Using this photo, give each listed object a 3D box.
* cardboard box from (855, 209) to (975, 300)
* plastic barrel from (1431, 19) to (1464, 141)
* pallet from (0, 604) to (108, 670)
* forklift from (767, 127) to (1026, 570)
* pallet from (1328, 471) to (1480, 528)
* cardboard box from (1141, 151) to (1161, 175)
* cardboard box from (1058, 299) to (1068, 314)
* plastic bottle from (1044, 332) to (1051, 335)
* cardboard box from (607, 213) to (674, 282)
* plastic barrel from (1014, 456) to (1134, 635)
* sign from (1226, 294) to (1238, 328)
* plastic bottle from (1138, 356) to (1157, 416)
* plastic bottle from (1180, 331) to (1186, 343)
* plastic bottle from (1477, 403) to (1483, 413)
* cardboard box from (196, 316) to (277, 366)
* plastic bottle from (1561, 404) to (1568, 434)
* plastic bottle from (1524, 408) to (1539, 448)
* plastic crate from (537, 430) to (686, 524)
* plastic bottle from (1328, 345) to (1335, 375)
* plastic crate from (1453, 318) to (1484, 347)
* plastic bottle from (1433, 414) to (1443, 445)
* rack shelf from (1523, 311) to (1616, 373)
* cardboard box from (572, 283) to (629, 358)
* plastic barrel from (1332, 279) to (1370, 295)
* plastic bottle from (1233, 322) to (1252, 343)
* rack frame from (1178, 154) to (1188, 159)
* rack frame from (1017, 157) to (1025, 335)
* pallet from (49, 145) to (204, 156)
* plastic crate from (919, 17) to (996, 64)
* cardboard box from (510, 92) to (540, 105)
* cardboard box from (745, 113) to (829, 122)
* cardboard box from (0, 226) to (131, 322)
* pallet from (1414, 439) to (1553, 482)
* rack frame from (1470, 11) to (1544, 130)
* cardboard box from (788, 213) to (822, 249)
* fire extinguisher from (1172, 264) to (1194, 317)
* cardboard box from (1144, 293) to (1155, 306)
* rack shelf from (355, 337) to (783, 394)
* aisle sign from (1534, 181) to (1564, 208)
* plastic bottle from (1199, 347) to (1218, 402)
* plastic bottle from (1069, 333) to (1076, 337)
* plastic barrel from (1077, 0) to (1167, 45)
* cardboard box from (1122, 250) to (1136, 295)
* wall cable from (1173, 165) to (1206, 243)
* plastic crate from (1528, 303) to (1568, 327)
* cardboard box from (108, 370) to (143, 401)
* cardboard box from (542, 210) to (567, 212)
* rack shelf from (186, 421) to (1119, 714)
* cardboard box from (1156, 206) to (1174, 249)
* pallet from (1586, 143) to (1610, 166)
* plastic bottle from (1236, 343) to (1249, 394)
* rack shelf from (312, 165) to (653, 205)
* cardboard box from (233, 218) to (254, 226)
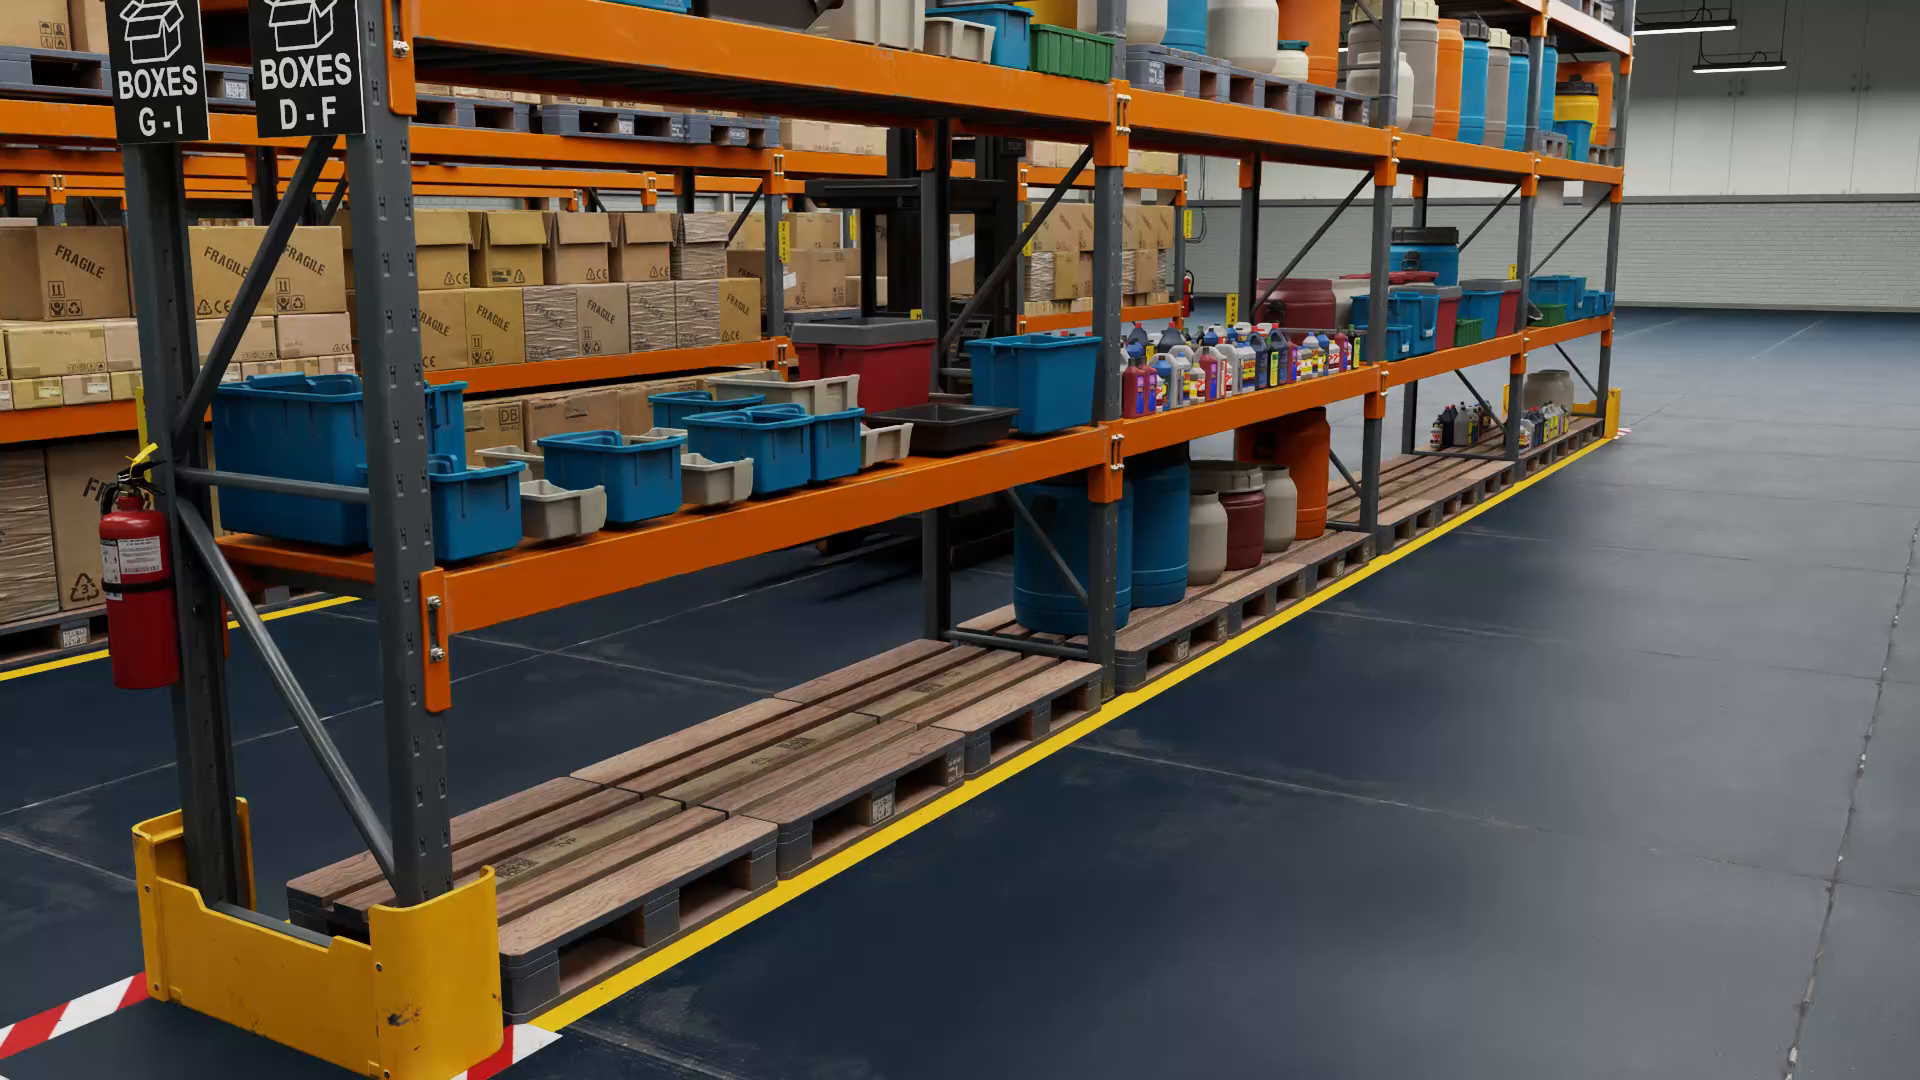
[{"bbox_3d":[-0.338,-2.885,16.357,1.000,1.000,1.000,6,12,31],"label":"cardboard box"},{"bbox_3d":[3.302,-3.290,11.972,0.600,0.830,0.708,6,12,31],"label":"plastic barrel"},{"bbox_3d":[-5.054,0.438,8.955,1.003,0.211,1.213,6,12,31],"label":"pallet"},{"bbox_3d":[-0.325,-1.341,11.069,1.130,2.935,3.031,6,12,30],"label":"forklift"},{"bbox_3d":[3.420,-0.332,13.067,1.003,0.211,1.213,6,12,31],"label":"pallet"},{"bbox_3d":[1.981,-4.346,19.189,0.500,0.250,0.500,6,12,31],"label":"cardboard box"},{"bbox_3d":[0.932,-2.497,17.739,0.380,0.149,0.250,6,12,31],"label":"cardboard box"},{"bbox_3d":[0.471,-0.916,8.742,0.144,0.351,0.185,6,12,31],"label":"plastic bottle"},{"bbox_3d":[-2.617,-2.193,12.433,0.797,0.503,0.637,7,13,32],"label":"cardboard box"},{"bbox_3d":[0.571,-0.023,8.402,0.600,0.901,0.708,6,12,31],"label":"plastic barrel"},{"bbox_3d":[1.877,-1.525,11.419,0.100,0.325,0.005,6,12,31],"label":"sign"},{"bbox_3d":[0.898,-0.745,8.012,0.061,0.283,0.133,6,12,31],"label":"plastic bottle"},{"bbox_3d":[1.337,-1.147,10.194,0.097,0.271,0.097,0,11,0],"label":"plastic bottle"},{"bbox_3d":[5.118,-1.217,16.438,0.097,0.271,0.097,0,11,0],"label":"plastic bottle"},{"bbox_3d":[-4.231,-1.134,9.372,0.500,0.250,0.500,7,13,32],"label":"cardboard box"},{"bbox_3d":[5.880,-1.182,16.215,0.061,0.283,0.133,7,13,32],"label":"plastic bottle"},{"bbox_3d":[5.201,-1.024,15.189,0.144,0.351,0.185,7,13,32],"label":"plastic bottle"},{"bbox_3d":[-1.052,-0.193,5.041,0.416,0.233,0.300,6,12,31],"label":"plastic crate"},{"bbox_3d":[2.259,-1.123,10.257,0.097,0.201,0.097,0,11,0],"label":"plastic bottle"},{"bbox_3d":[3.764,-1.617,12.932,0.450,0.188,0.662,6,12,31],"label":"plastic crate"},{"bbox_3d":[4.395,-1.011,15.301,0.061,0.283,0.133,7,13,34],"label":"plastic bottle"},{"bbox_3d":[5.466,-1.983,16.266,1.077,0.370,4.000,6,12,31],"label":"rack shelf"},{"bbox_3d":[-2.723,-1.574,11.856,0.500,0.500,0.500,7,13,32],"label":"cardboard box"},{"bbox_3d":[2.921,-1.697,12.476,0.421,0.512,0.421,0,11,0],"label":"plastic barrel"},{"bbox_3d":[1.850,-1.295,10.972,0.152,0.276,0.135,6,12,31],"label":"plastic bottle"},{"bbox_3d":[2.271,-6.073,19.855,1.000,3.000,0.127,6,12,31],"label":"rack frame"},{"bbox_3d":[0.194,-2.495,17.047,1.000,3.000,0.127,6,12,31],"label":"rack frame"},{"bbox_3d":[-7.199,-3.359,14.021,1.213,0.211,1.003,6,12,31],"label":"pallet"},{"bbox_3d":[-0.061,-1.873,6.284,0.293,0.136,0.466,6,12,31],"label":"plastic crate"},{"bbox_3d":[-3.058,-3.014,11.209,0.380,0.149,0.250,6,12,28],"label":"cardboard box"},{"bbox_3d":[-1.419,-3.685,13.619,0.500,0.500,0.500,7,12,31],"label":"cardboard box"},{"bbox_3d":[-4.955,-1.469,9.123,0.500,0.500,0.500,6,12,29],"label":"cardboard box"},{"bbox_3d":[4.812,-0.753,15.319,1.003,0.211,1.213,6,12,31],"label":"pallet"},{"bbox_3d":[4.427,-4.971,13.967,1.000,3.000,0.127,6,12,31],"label":"rack frame"},{"bbox_3d":[-2.348,-4.069,22.109,0.875,0.550,0.550,6,12,31],"label":"cardboard box"},{"bbox_3d":[2.724,-3.061,20.275,0.296,0.674,0.183,6,12,31],"label":"fire extinguisher"},{"bbox_3d":[2.083,-2.853,19.640,0.380,0.149,0.250,6,12,31],"label":"cardboard box"},{"bbox_3d":[-2.921,-1.198,12.073,1.077,0.370,4.000,6,12,31],"label":"rack shelf"},{"bbox_3d":[6.291,-3.968,17.850,0.394,0.787,0.004,6,12,31],"label":"aisle sign"},{"bbox_3d":[1.290,-0.863,8.646,0.061,0.283,0.133,6,12,31],"label":"plastic bottle"},{"bbox_3d":[0.595,-0.902,8.669,0.144,0.351,0.185,6,12,31],"label":"plastic bottle"},{"bbox_3d":[0.761,-2.571,7.786,0.433,0.535,0.433,0,11,0],"label":"plastic barrel"},{"bbox_3d":[1.508,-3.071,19.043,0.875,0.500,0.500,6,12,31],"label":"cardboard box"},{"bbox_3d":[6.660,-10.999,54.605,3.097,2.526,0.112,6,12,31],"label":"wall cable"},{"bbox_3d":[5.373,-2.105,15.535,0.450,0.188,0.662,6,12,31],"label":"plastic crate"},{"bbox_3d":[-4.505,-0.832,8.846,0.380,0.149,0.250,6,12,30],"label":"cardboard box"},{"bbox_3d":[-6.278,-4.657,24.795,0.700,0.500,0.500,6,12,29],"label":"cardboard box"},{"bbox_3d":[-0.765,-0.096,6.185,1.077,0.370,4.000,6,12,31],"label":"rack shelf"},{"bbox_3d":[2.196,-3.701,19.690,0.500,0.500,0.500,6,12,31],"label":"cardboard box"},{"bbox_3d":[5.991,-3.912,16.976,1.003,0.211,1.213,6,12,31],"label":"pallet"},{"bbox_3d":[1.524,-0.935,9.061,0.097,0.271,0.097,0,11,0],"label":"plastic bottle"},{"bbox_3d":[-5.031,-3.791,17.773,1.077,0.370,4.000,6,12,31],"label":"rack shelf"},{"bbox_3d":[-8.791,-3.914,20.638,0.380,0.149,0.250,6,12,28],"label":"cardboard box"}]
